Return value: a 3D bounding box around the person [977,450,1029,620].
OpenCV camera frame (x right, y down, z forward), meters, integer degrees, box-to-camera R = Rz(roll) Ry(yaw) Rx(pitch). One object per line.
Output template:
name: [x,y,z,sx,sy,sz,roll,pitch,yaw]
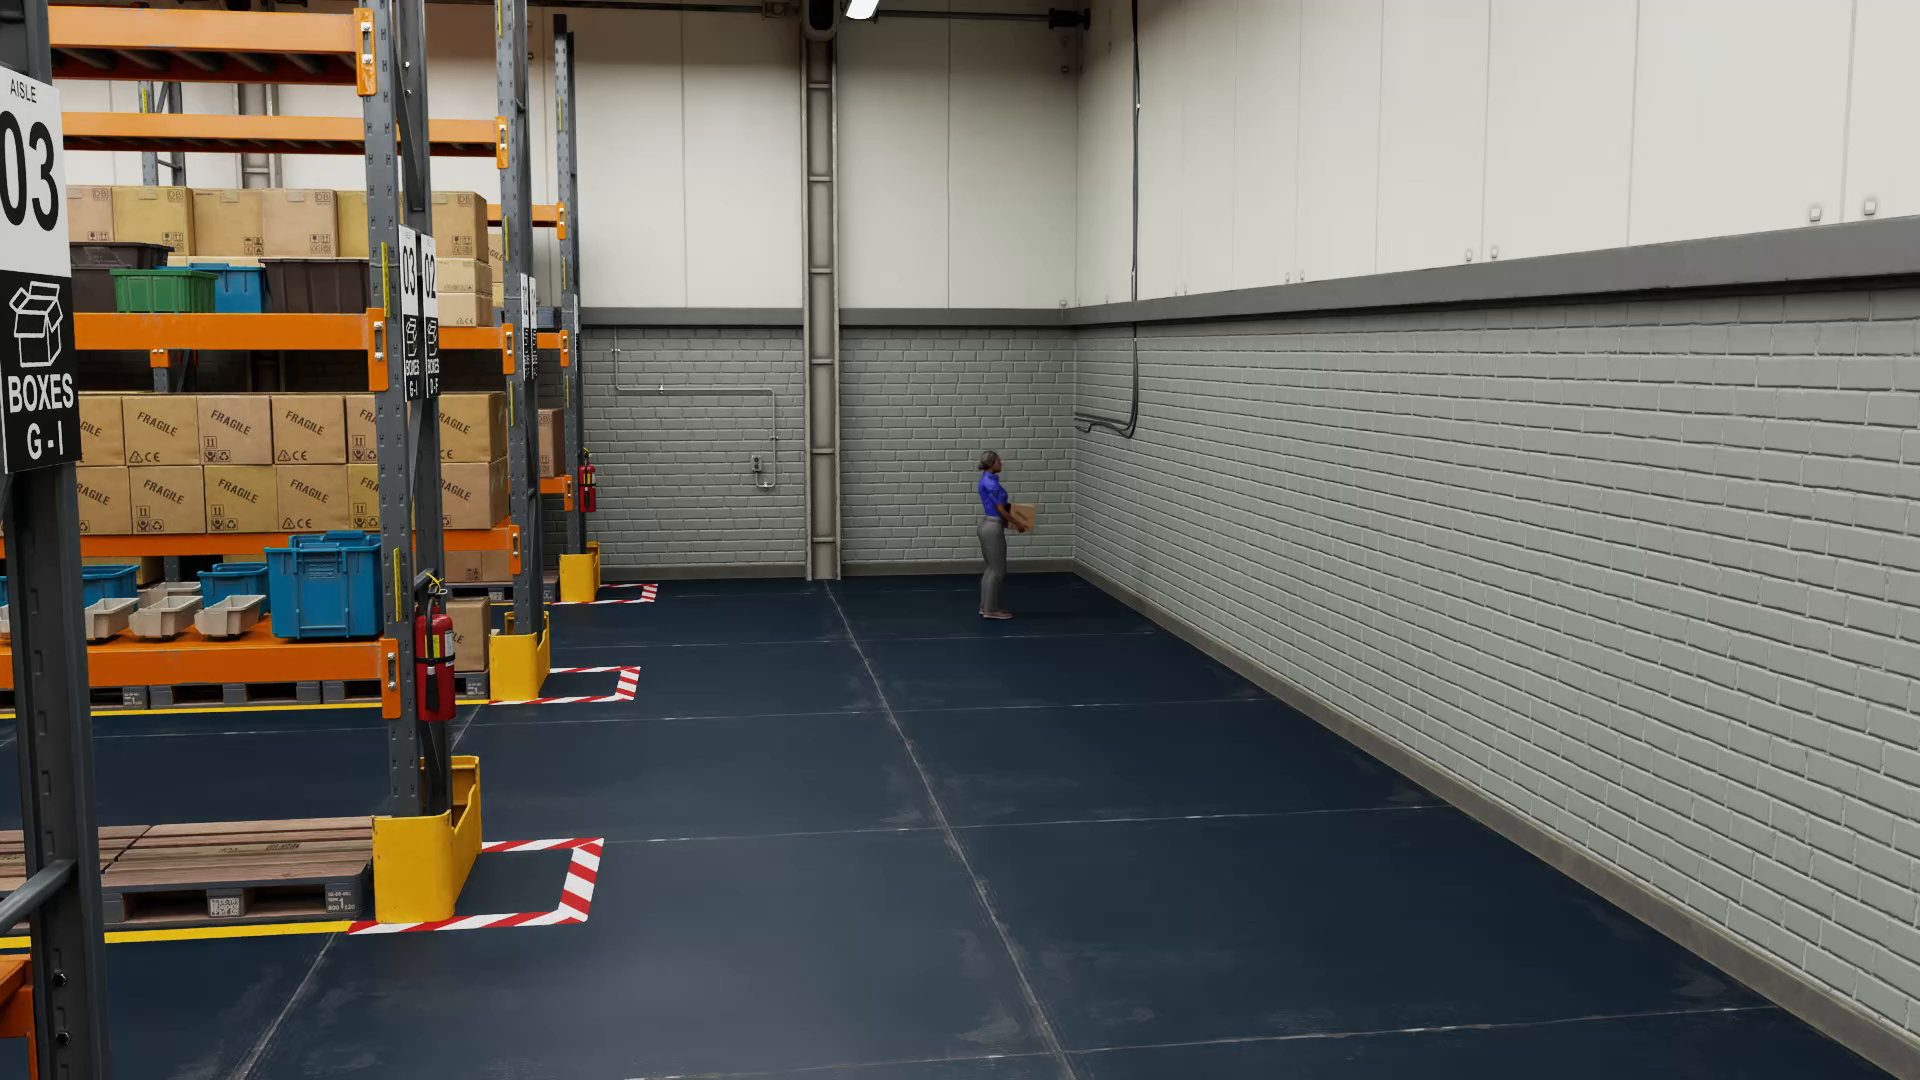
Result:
person: [0.416,-0.057,16.395,0.500,1.655,0.449,-1,7,-8]
